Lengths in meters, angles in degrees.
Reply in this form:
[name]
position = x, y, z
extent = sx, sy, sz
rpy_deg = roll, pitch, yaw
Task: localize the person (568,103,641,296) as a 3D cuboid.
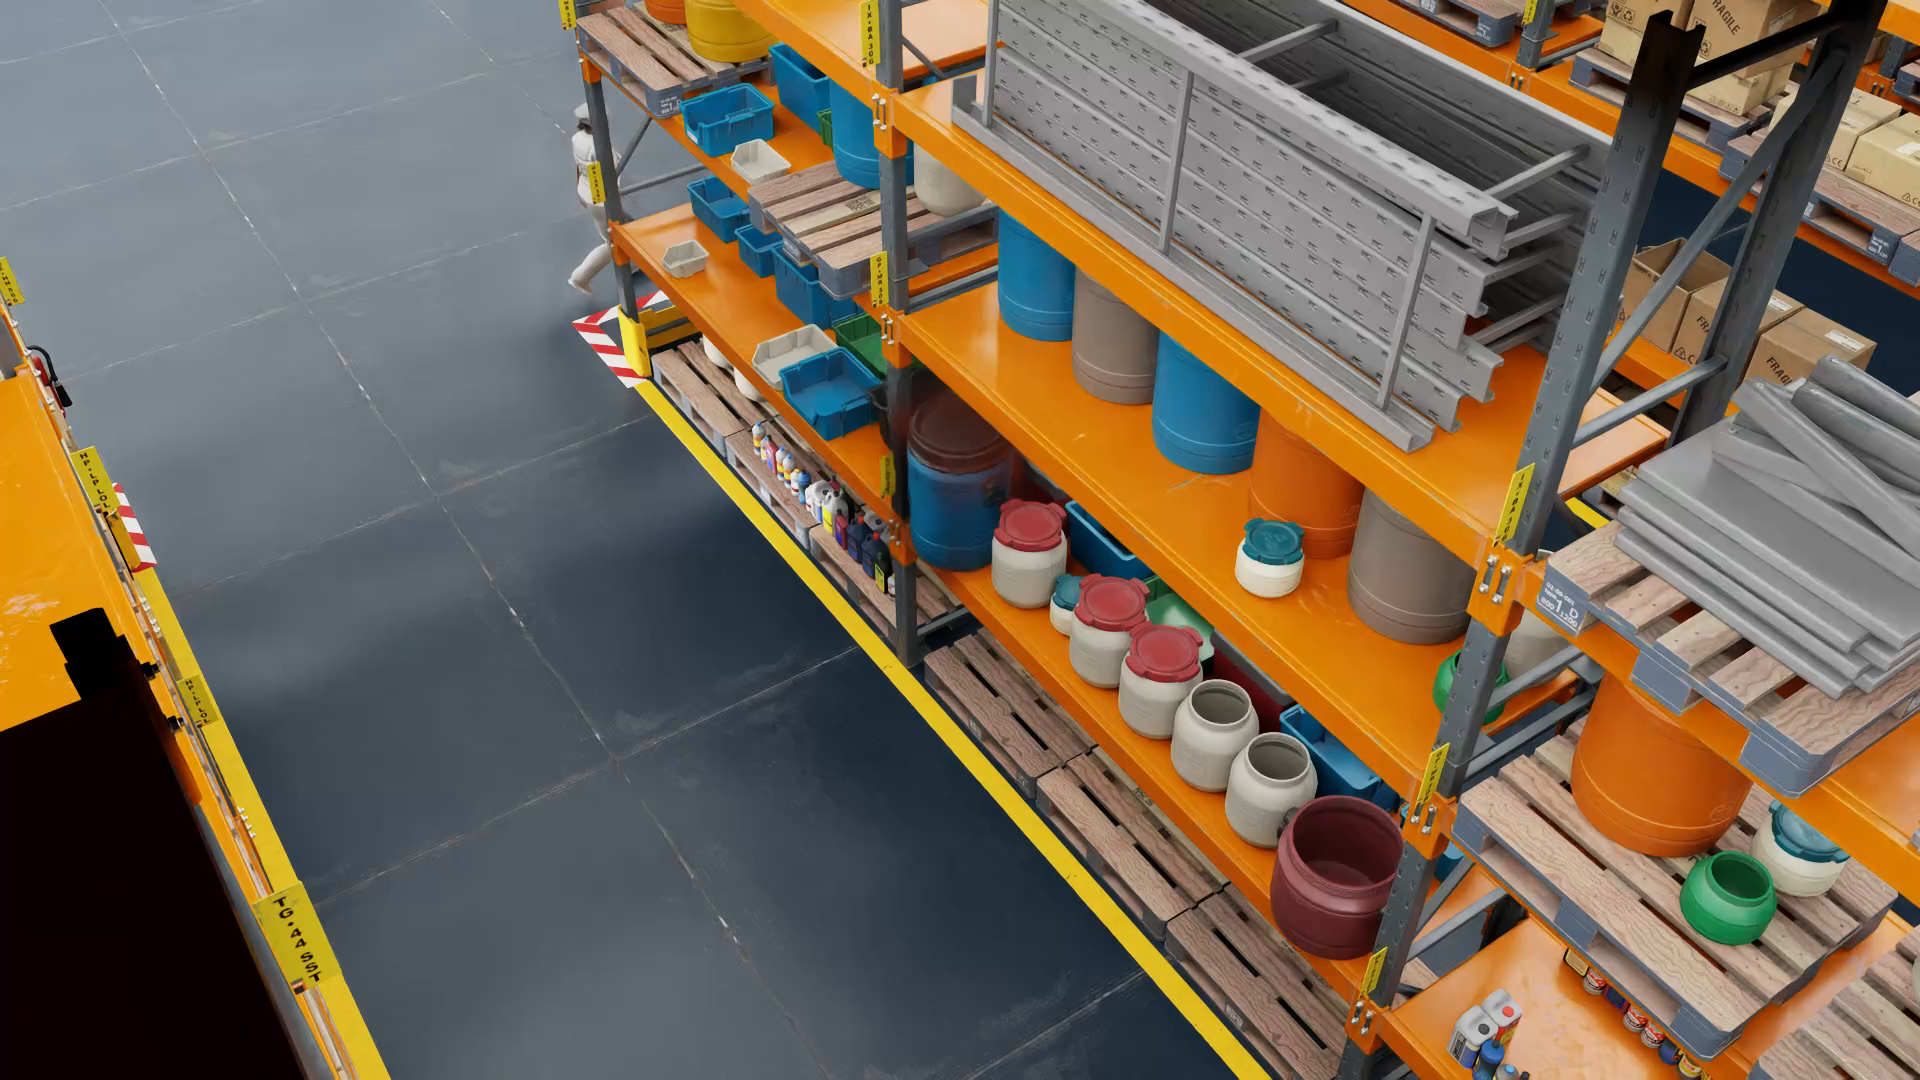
[person]
position = -2.959, -2.775, 13.563
extent = 0.809, 1.646, 0.539
rpy_deg = -25, 48, -25
